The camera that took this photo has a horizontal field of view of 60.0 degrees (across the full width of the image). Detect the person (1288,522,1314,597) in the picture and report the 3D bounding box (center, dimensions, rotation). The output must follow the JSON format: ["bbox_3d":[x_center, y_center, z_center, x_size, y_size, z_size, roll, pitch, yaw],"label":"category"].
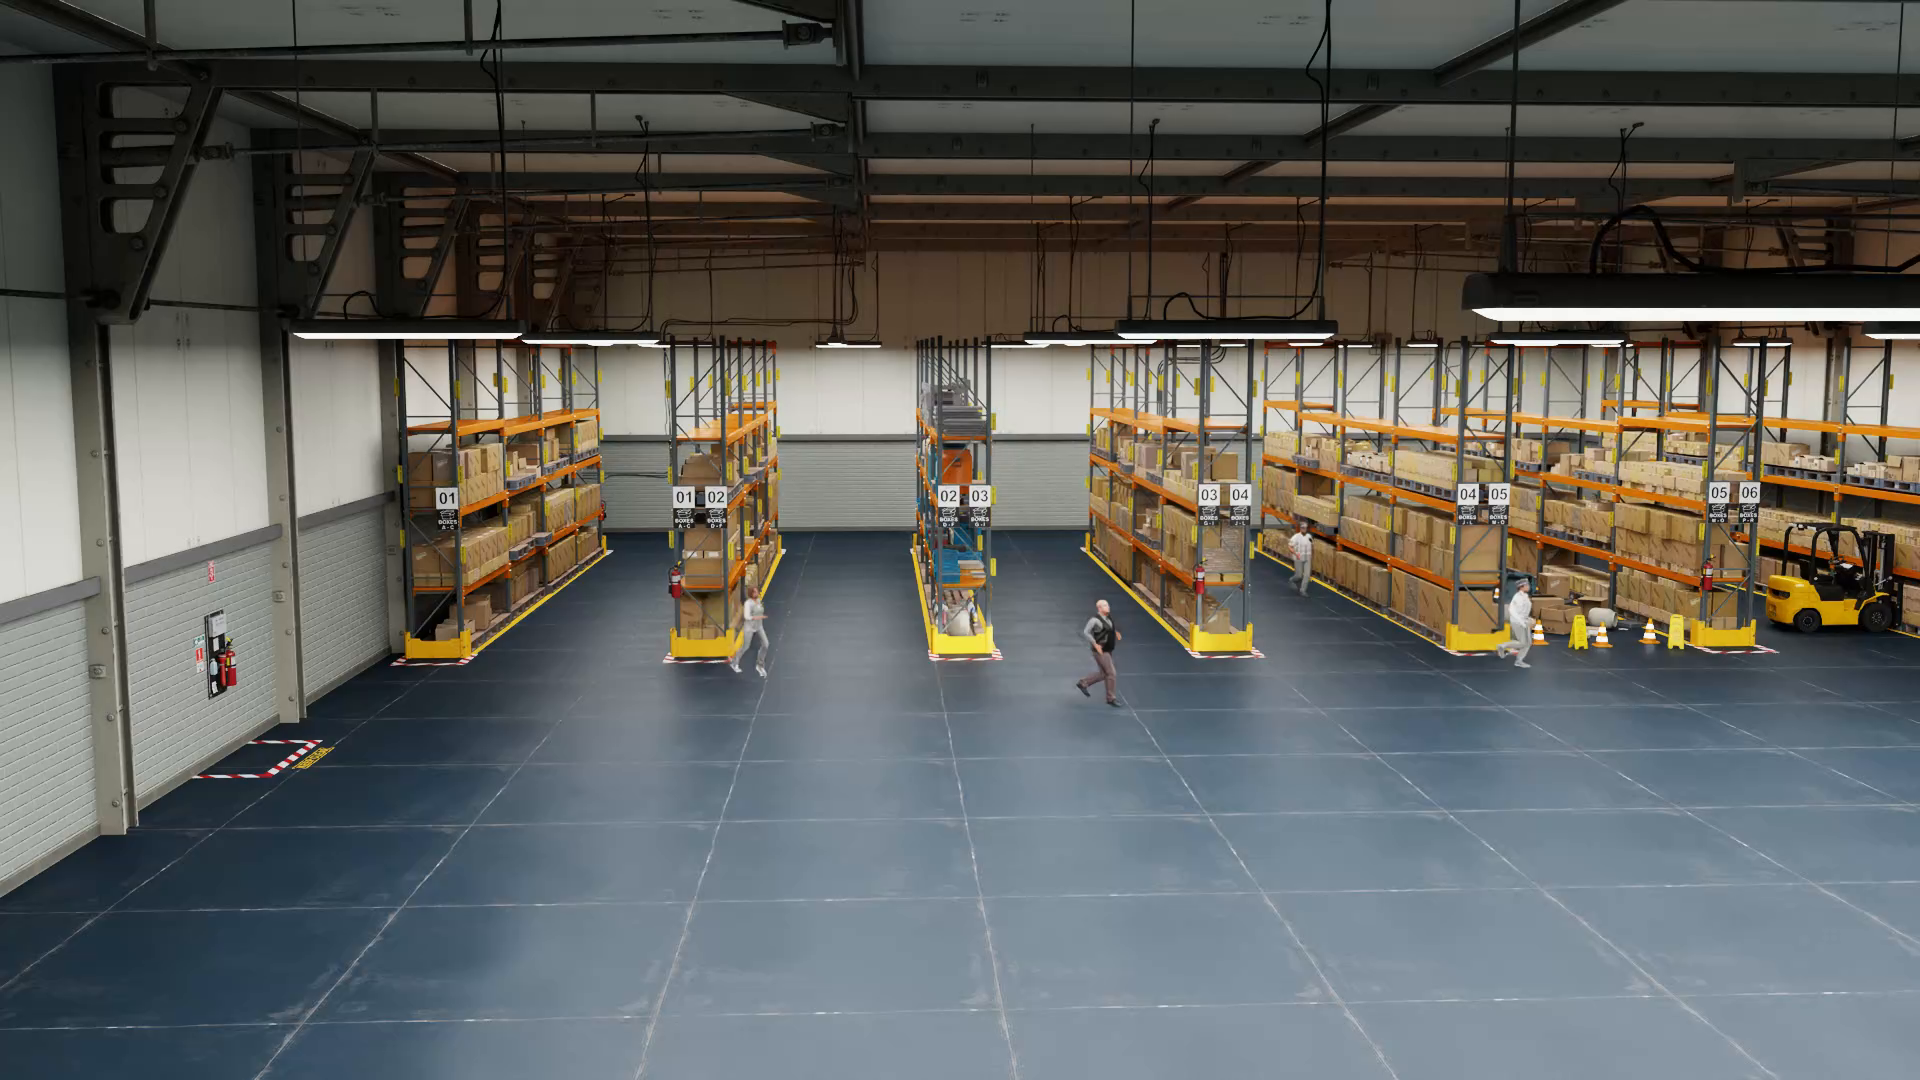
[{"bbox_3d":[8.007,0.433,38.948,0.654,1.742,0.753,-2,7,-13],"label":"person"}]

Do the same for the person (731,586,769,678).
[{"bbox_3d":[-3.664,1.606,29.326,0.837,1.625,0.546,5,8,37],"label":"person"}]

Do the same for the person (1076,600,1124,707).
[{"bbox_3d":[2.287,1.819,26.982,0.850,1.729,0.653,4,7,29],"label":"person"}]

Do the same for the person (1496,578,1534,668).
[{"bbox_3d":[10.101,1.485,30.221,0.597,1.647,0.606,5,8,39],"label":"person"}]

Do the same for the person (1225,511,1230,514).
[{"bbox_3d":[7.974,-0.661,48.619,0.515,1.733,0.734,-2,7,-21],"label":"person"}]
